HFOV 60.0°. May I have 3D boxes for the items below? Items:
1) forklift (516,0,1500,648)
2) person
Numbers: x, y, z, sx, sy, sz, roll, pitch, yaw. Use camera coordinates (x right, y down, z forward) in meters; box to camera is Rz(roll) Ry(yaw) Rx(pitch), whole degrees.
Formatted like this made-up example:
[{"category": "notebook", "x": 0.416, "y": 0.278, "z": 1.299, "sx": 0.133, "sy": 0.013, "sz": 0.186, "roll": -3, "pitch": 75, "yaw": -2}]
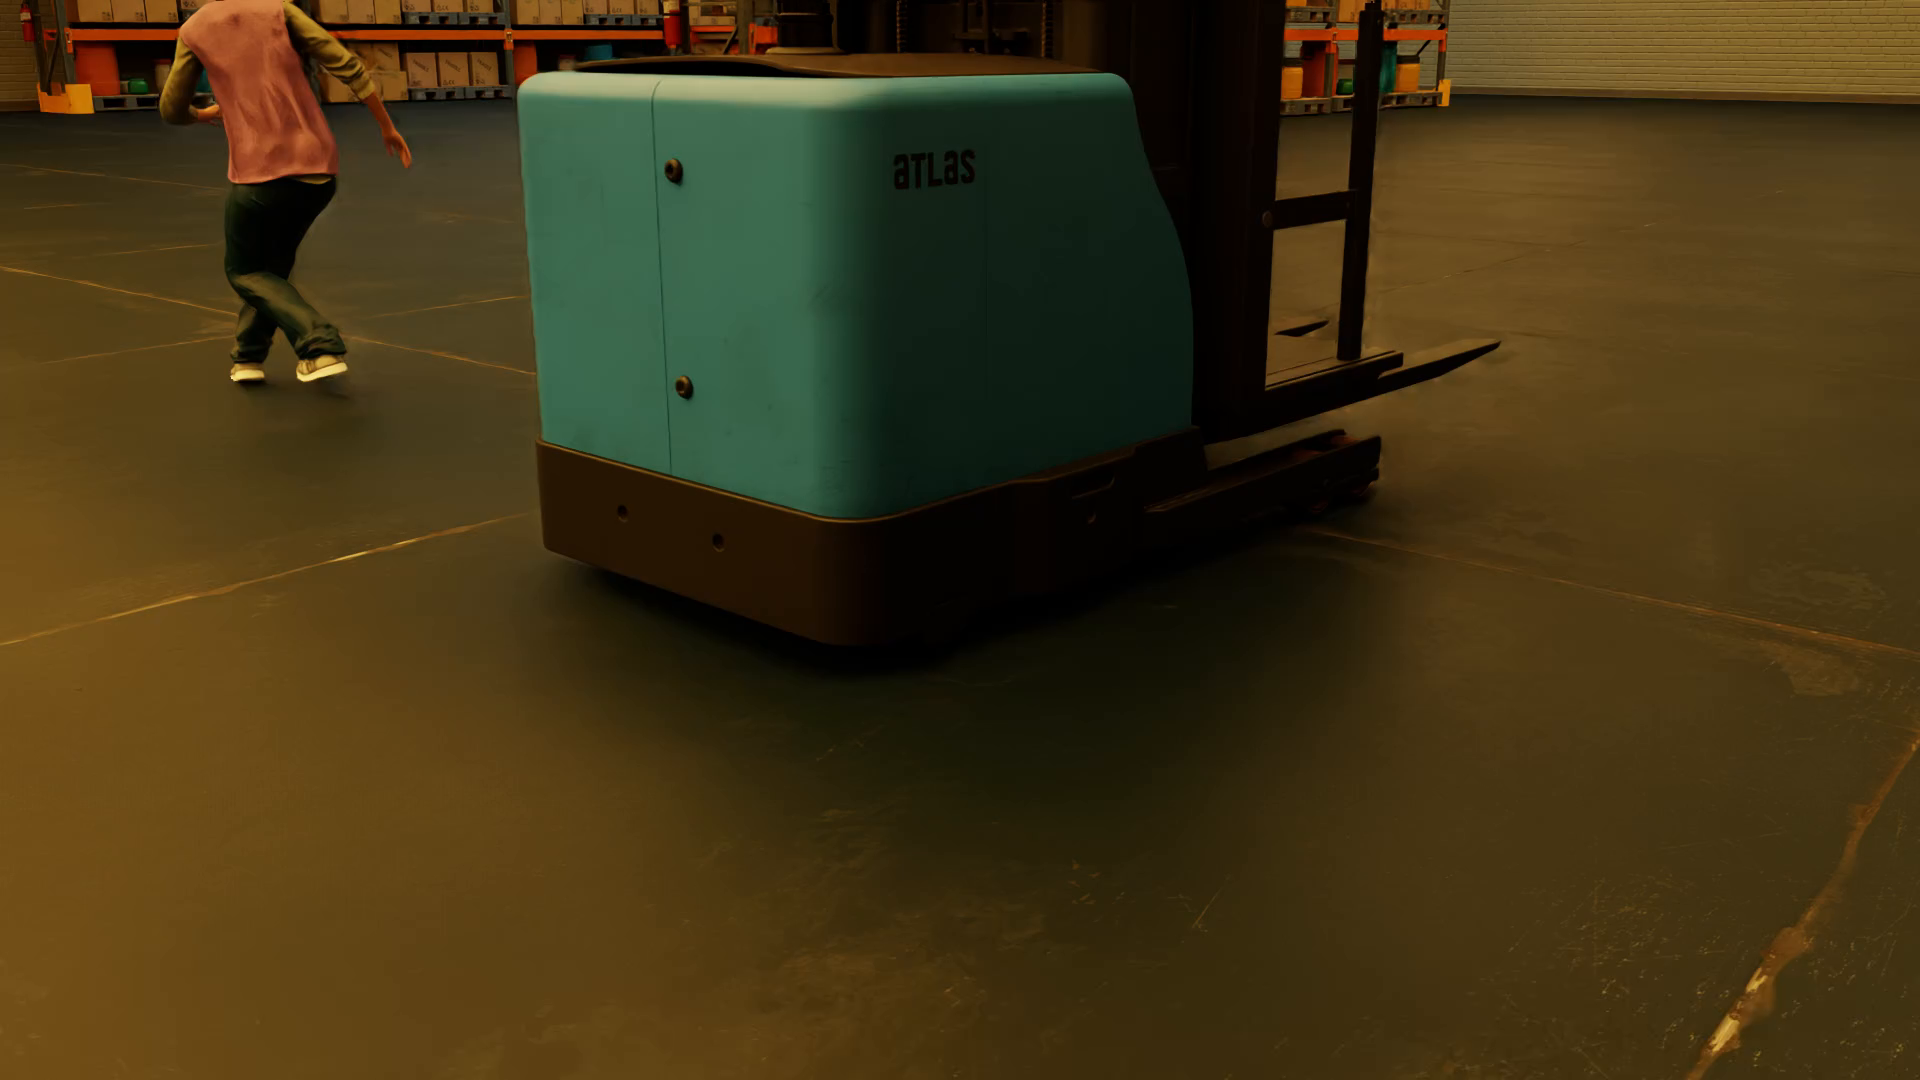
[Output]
[{"category": "forklift", "x": 0.439, "y": -1.553, "z": 4.012, "sx": 1.130, "sy": 2.935, "sz": 3.031, "roll": 15, "pitch": 22, "yaw": 40}, {"category": "person", "x": -2.246, "y": -1.243, "z": 5.557, "sx": 0.704, "sy": 1.479, "sz": 0.764, "roll": -13, "pitch": 21, "yaw": -36}]
